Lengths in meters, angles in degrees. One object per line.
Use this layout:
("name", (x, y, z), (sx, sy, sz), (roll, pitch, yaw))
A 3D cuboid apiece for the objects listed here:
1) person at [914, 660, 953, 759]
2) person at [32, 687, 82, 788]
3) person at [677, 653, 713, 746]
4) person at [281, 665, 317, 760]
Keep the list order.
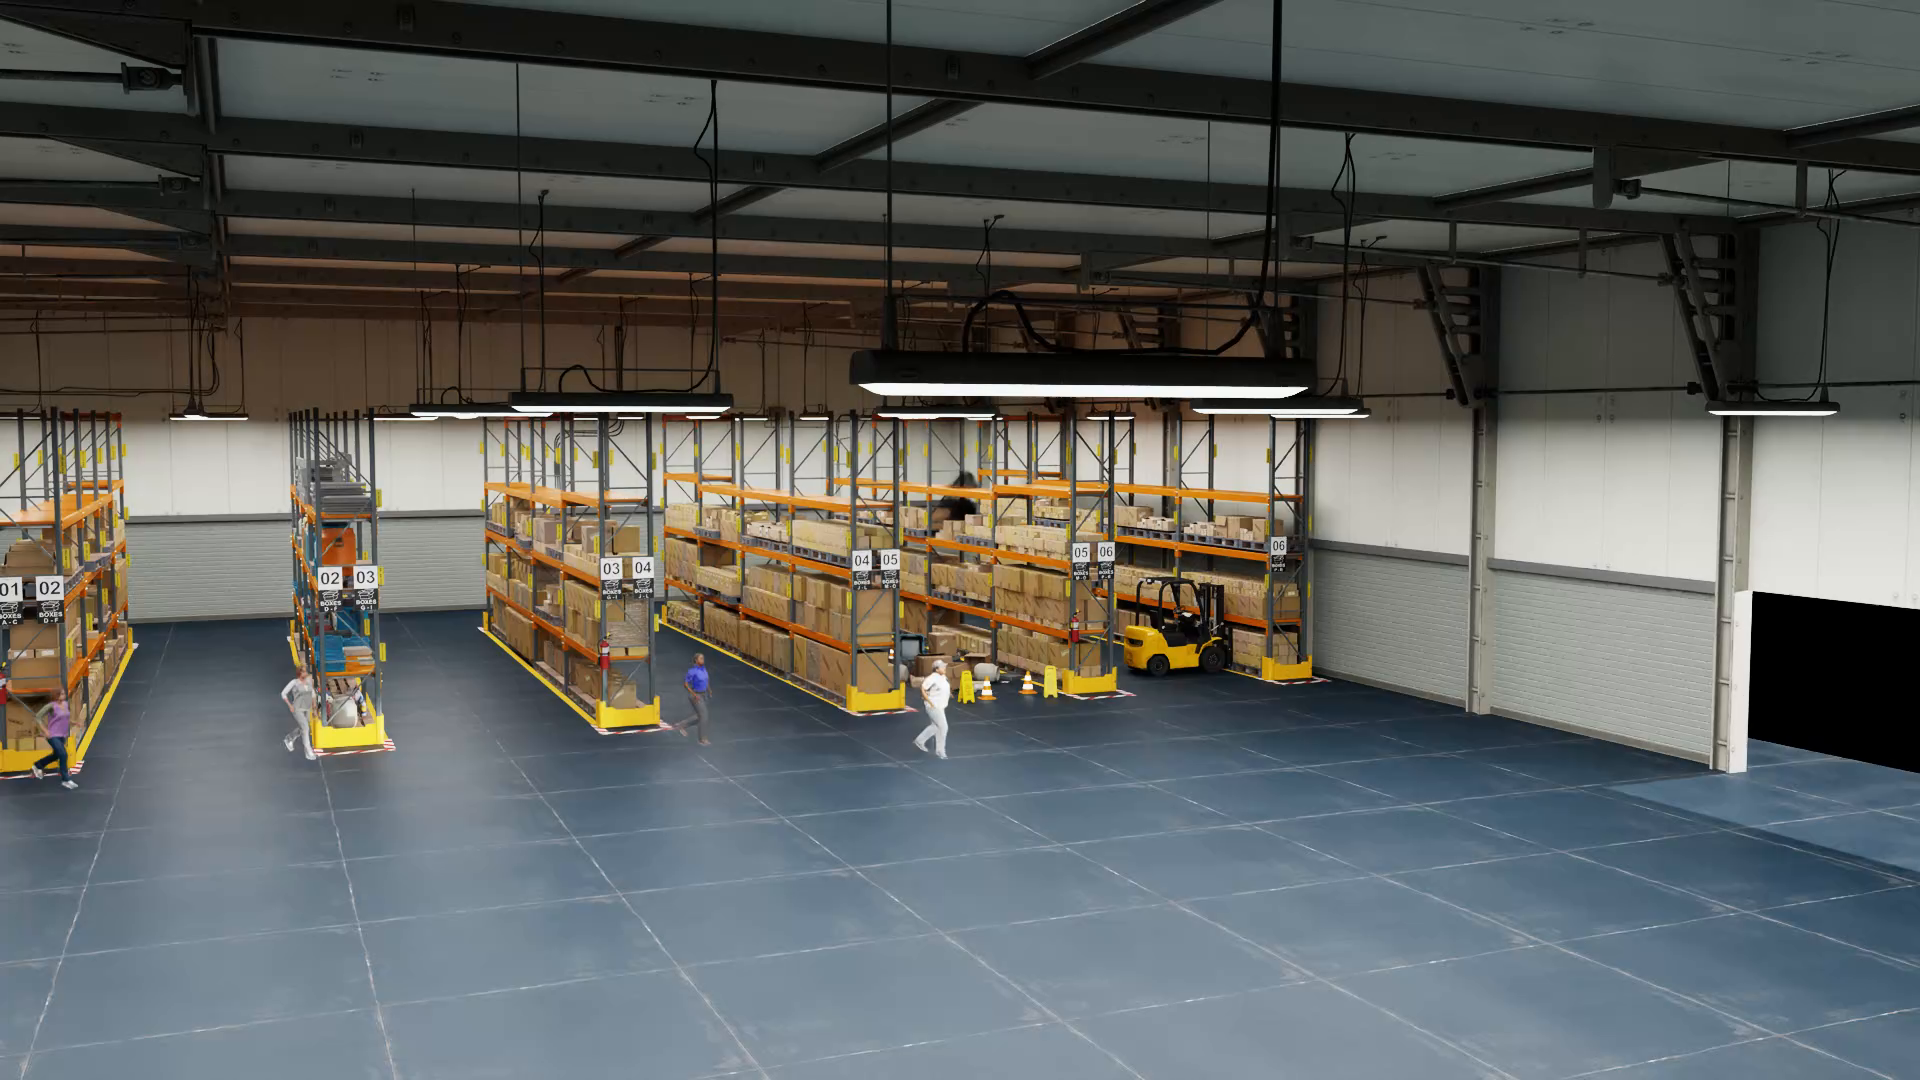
("person", (-0.473, 2.911, 28.594), (0.721, 1.736, 0.612), (1, 4, 20))
("person", (-14.288, 3.100, 26.185), (0.862, 1.590, 0.515), (1, 4, 10))
("person", (-4.740, 2.833, 29.682), (0.755, 1.672, 0.581), (2, 4, 22))
("person", (-11.314, 2.936, 28.502), (0.841, 1.597, 0.559), (2, 5, 28))
